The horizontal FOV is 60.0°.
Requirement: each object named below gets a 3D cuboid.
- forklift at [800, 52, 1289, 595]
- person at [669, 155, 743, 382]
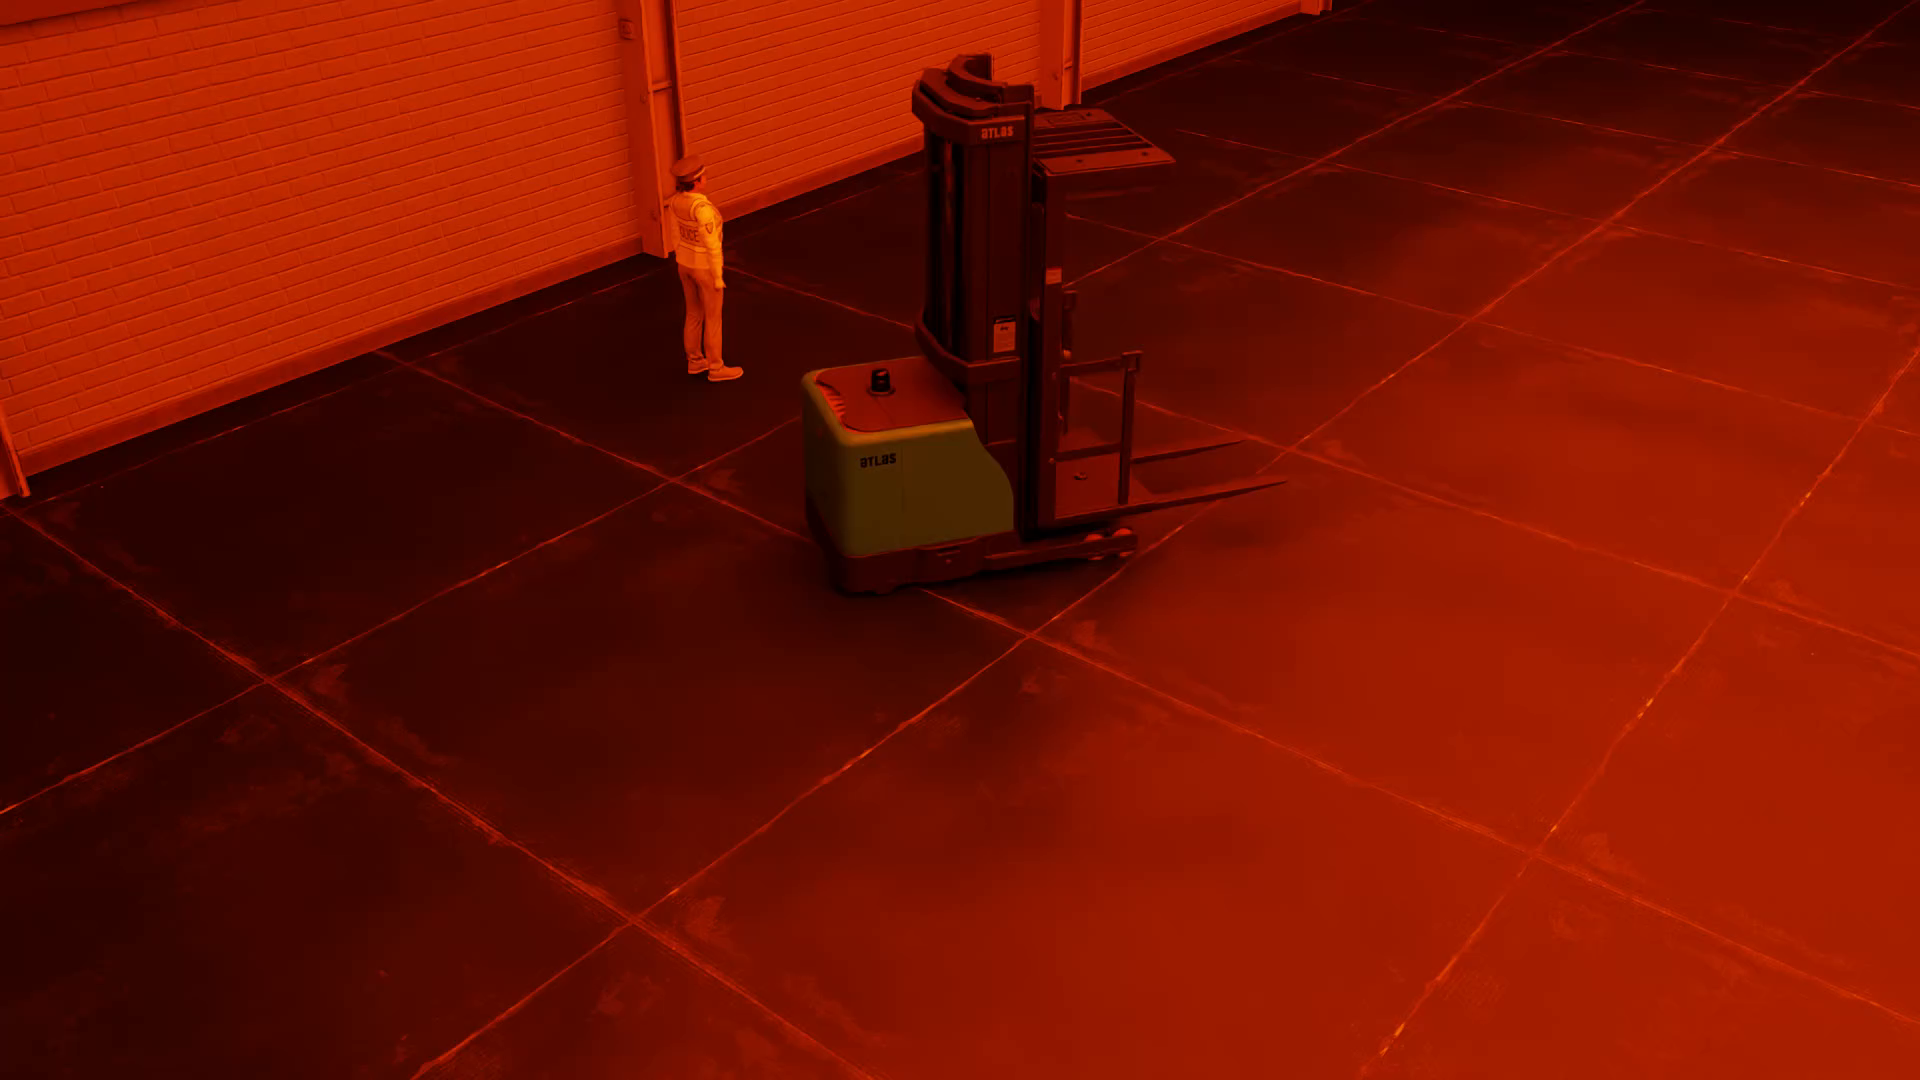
[{"bbox_3d":[0.587,-1.377,9.951,3.031,2.935,1.130,-10,32,-16],"label":"forklift"},{"bbox_3d":[-1.902,-2.000,12.252,0.462,1.693,0.339,25,39,36],"label":"person"}]
